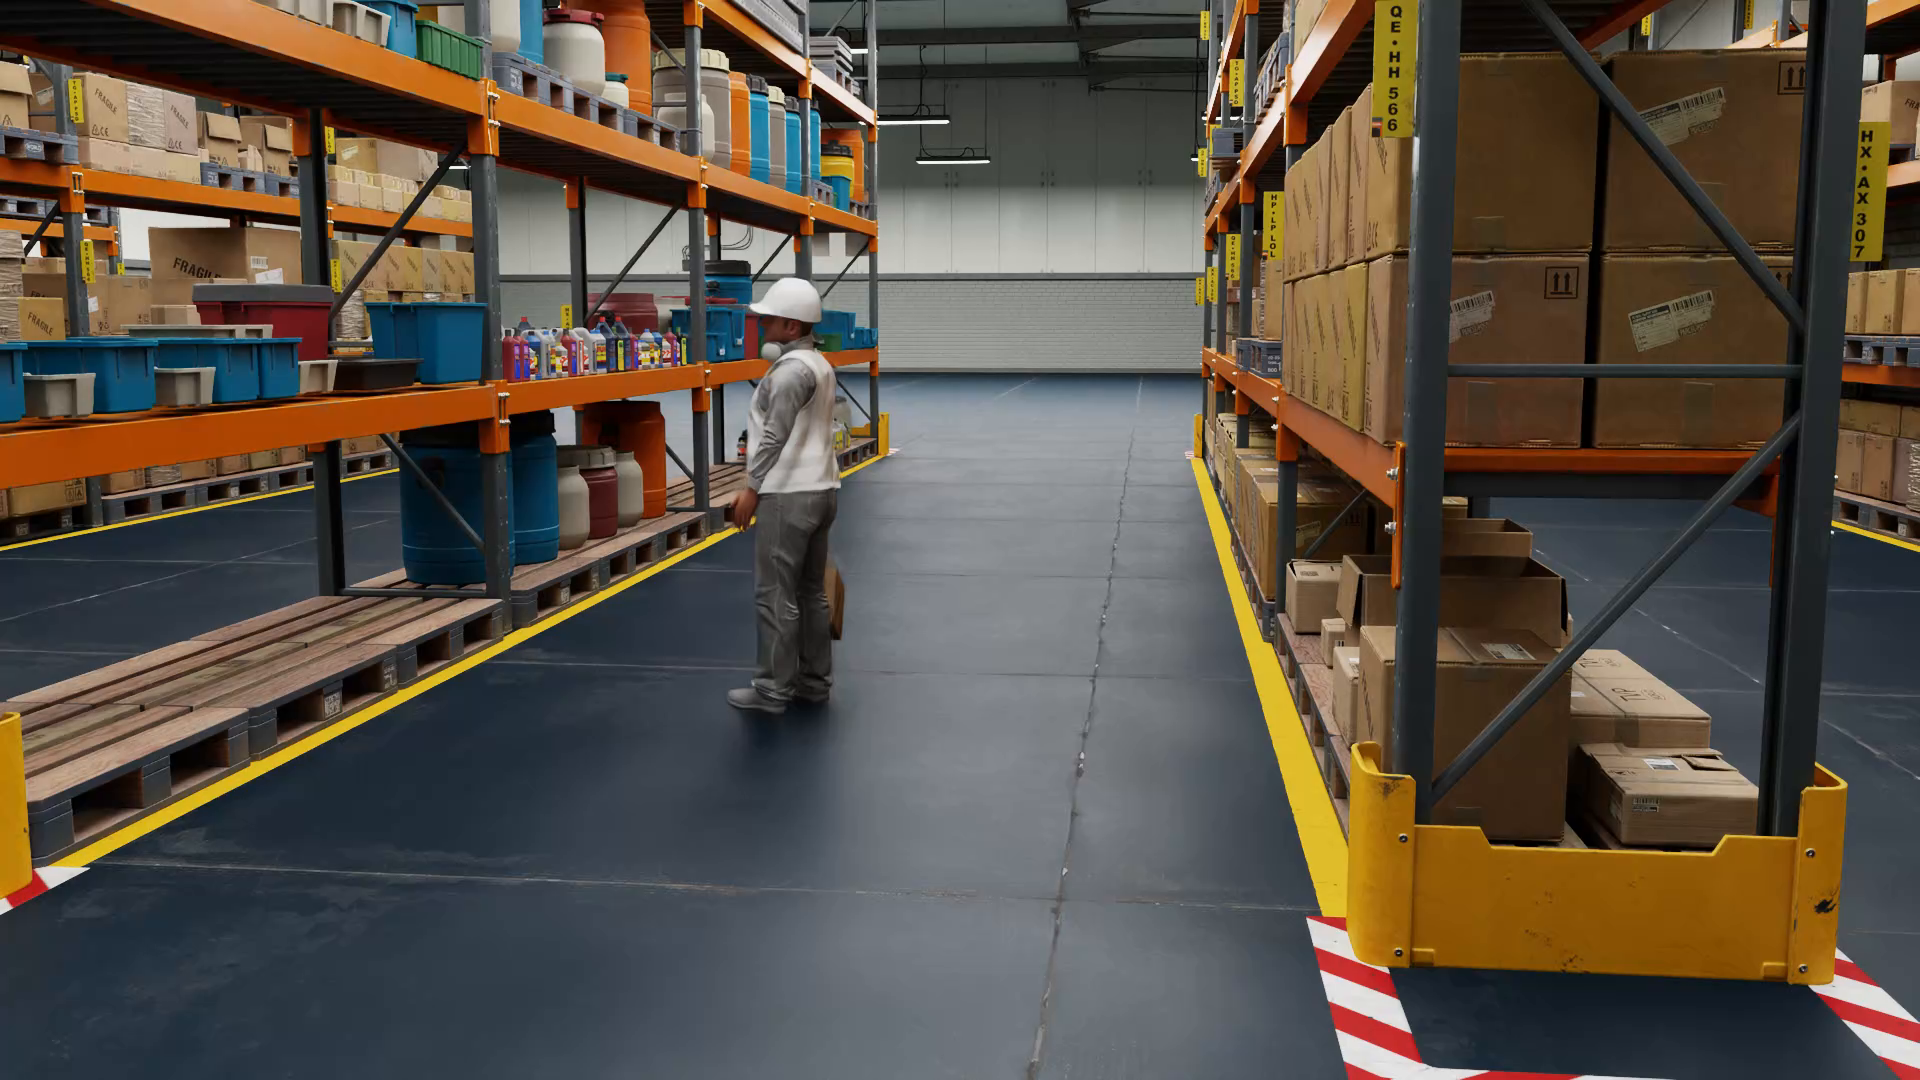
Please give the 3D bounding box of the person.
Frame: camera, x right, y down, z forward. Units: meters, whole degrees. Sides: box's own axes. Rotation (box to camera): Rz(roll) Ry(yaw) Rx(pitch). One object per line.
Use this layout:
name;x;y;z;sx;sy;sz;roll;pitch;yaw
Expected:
person;-0.737;-0.179;6.871;0.467;1.785;0.566;1;8;10
